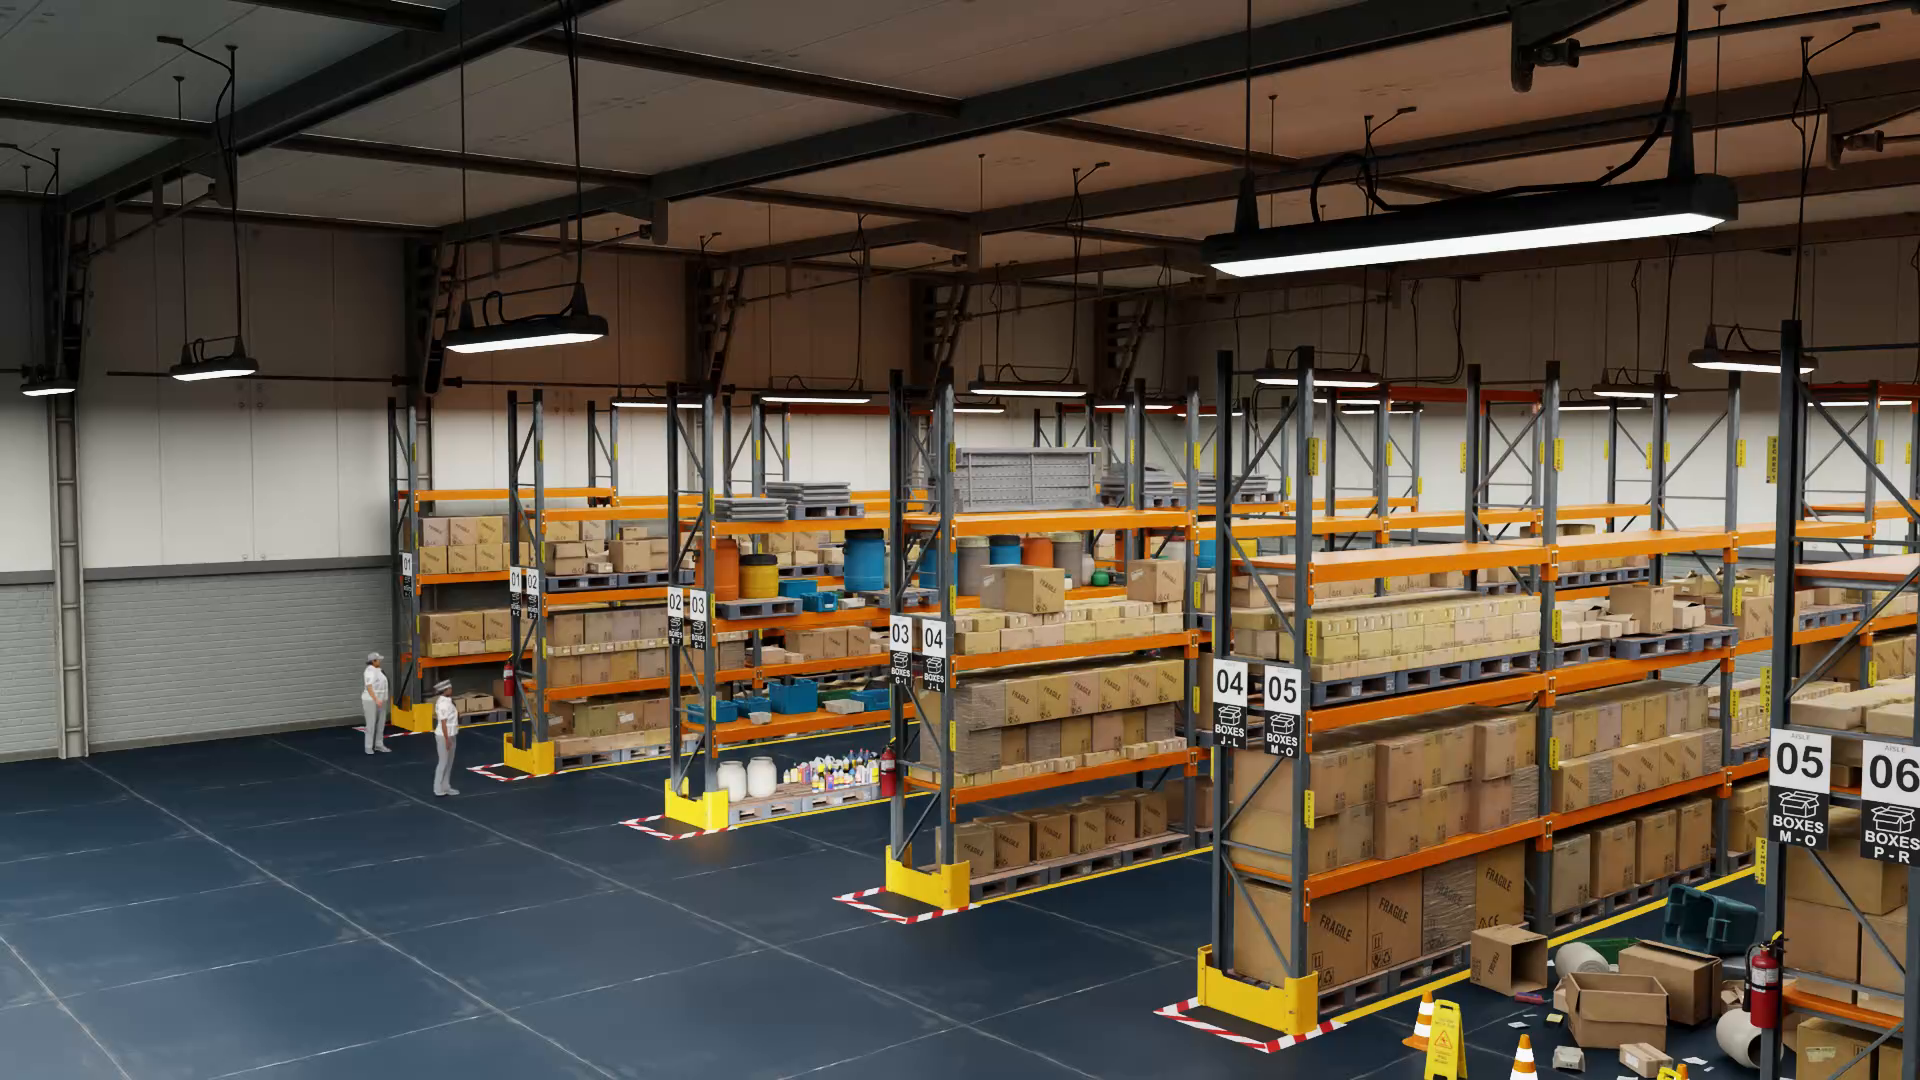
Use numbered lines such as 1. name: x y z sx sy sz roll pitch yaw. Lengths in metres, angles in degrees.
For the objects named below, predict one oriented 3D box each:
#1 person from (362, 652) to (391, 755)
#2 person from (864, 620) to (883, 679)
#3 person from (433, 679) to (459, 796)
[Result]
1. person: -9.705 2.718 27.728 0.534 1.688 0.542 1 3 17
2. person: -1.738 2.426 33.651 0.481 1.612 0.499 1 3 18
3. person: -7.548 2.897 24.428 0.392 1.711 0.540 0 3 0
